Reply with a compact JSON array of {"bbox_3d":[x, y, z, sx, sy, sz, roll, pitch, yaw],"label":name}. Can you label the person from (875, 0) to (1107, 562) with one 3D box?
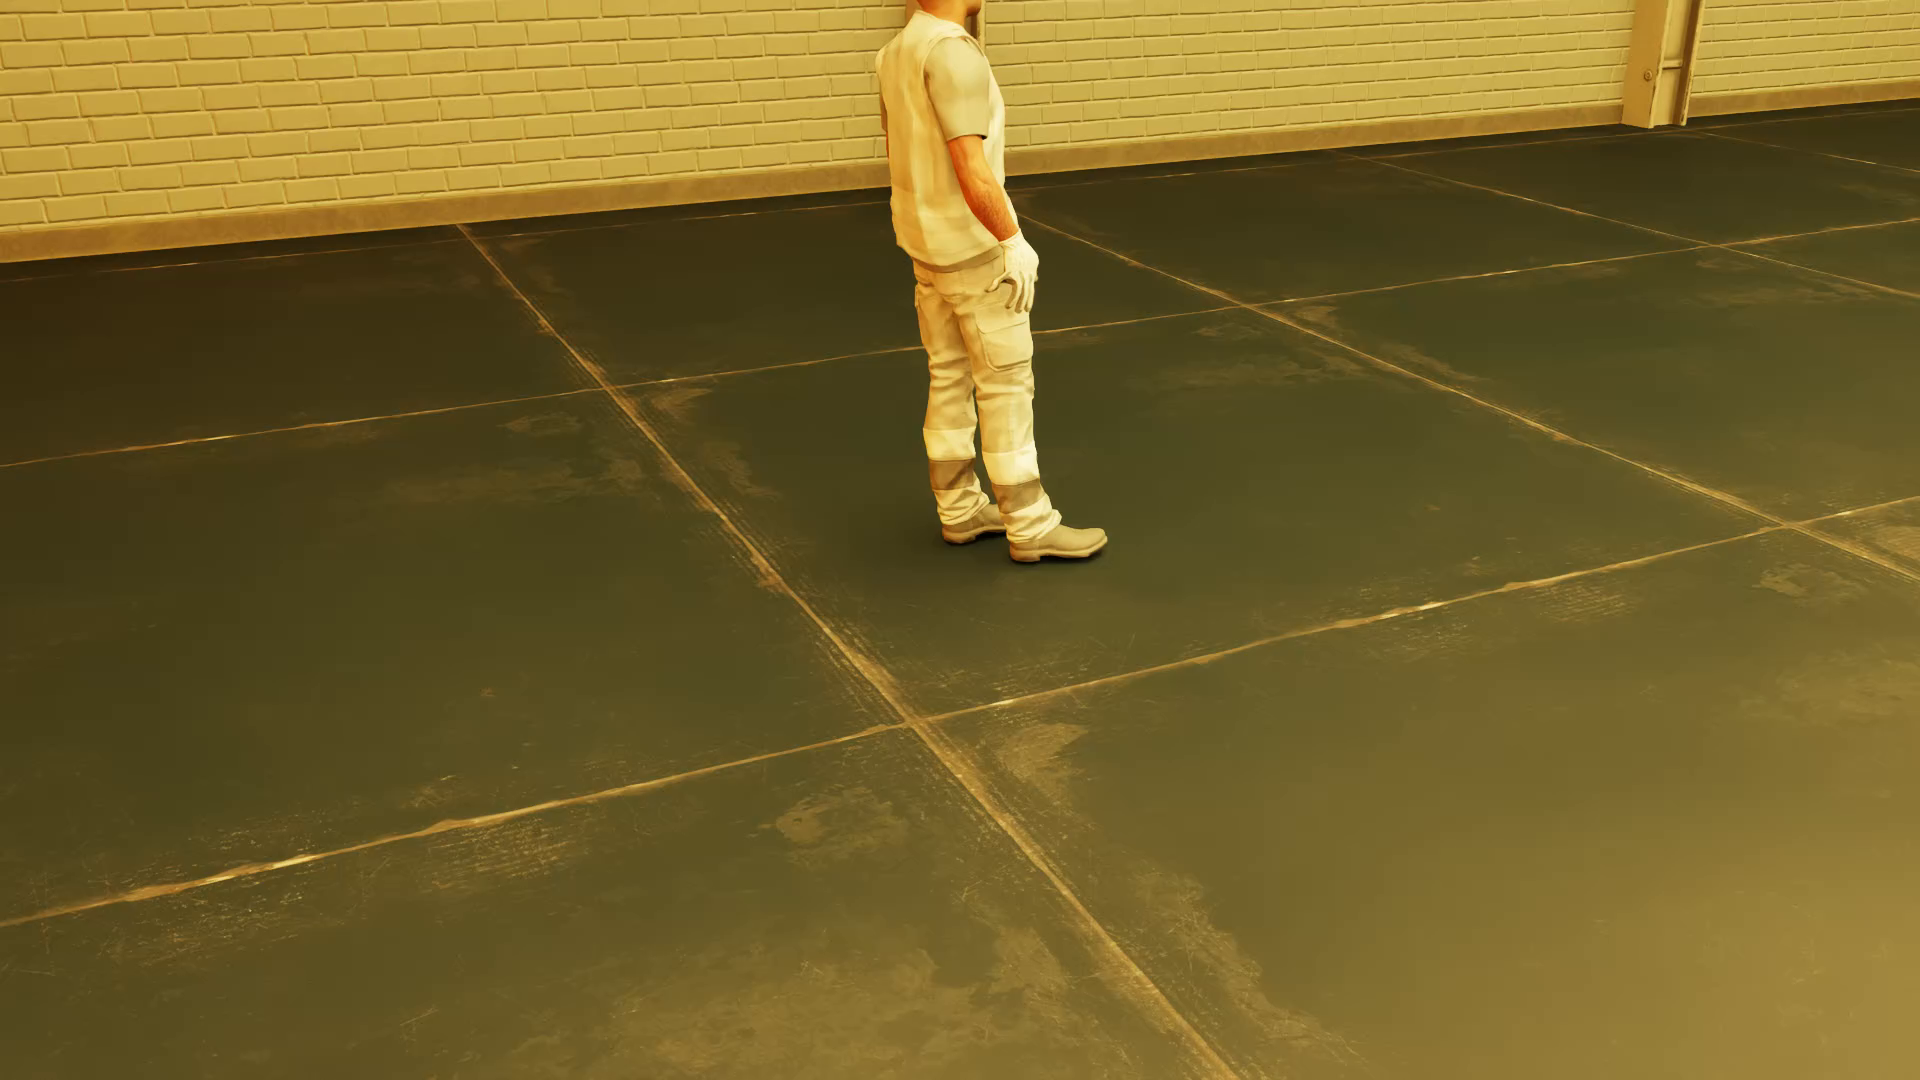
[{"bbox_3d":[0.078,-0.842,4.782,0.564,1.787,0.637,-10,25,-23],"label":"person"}]
